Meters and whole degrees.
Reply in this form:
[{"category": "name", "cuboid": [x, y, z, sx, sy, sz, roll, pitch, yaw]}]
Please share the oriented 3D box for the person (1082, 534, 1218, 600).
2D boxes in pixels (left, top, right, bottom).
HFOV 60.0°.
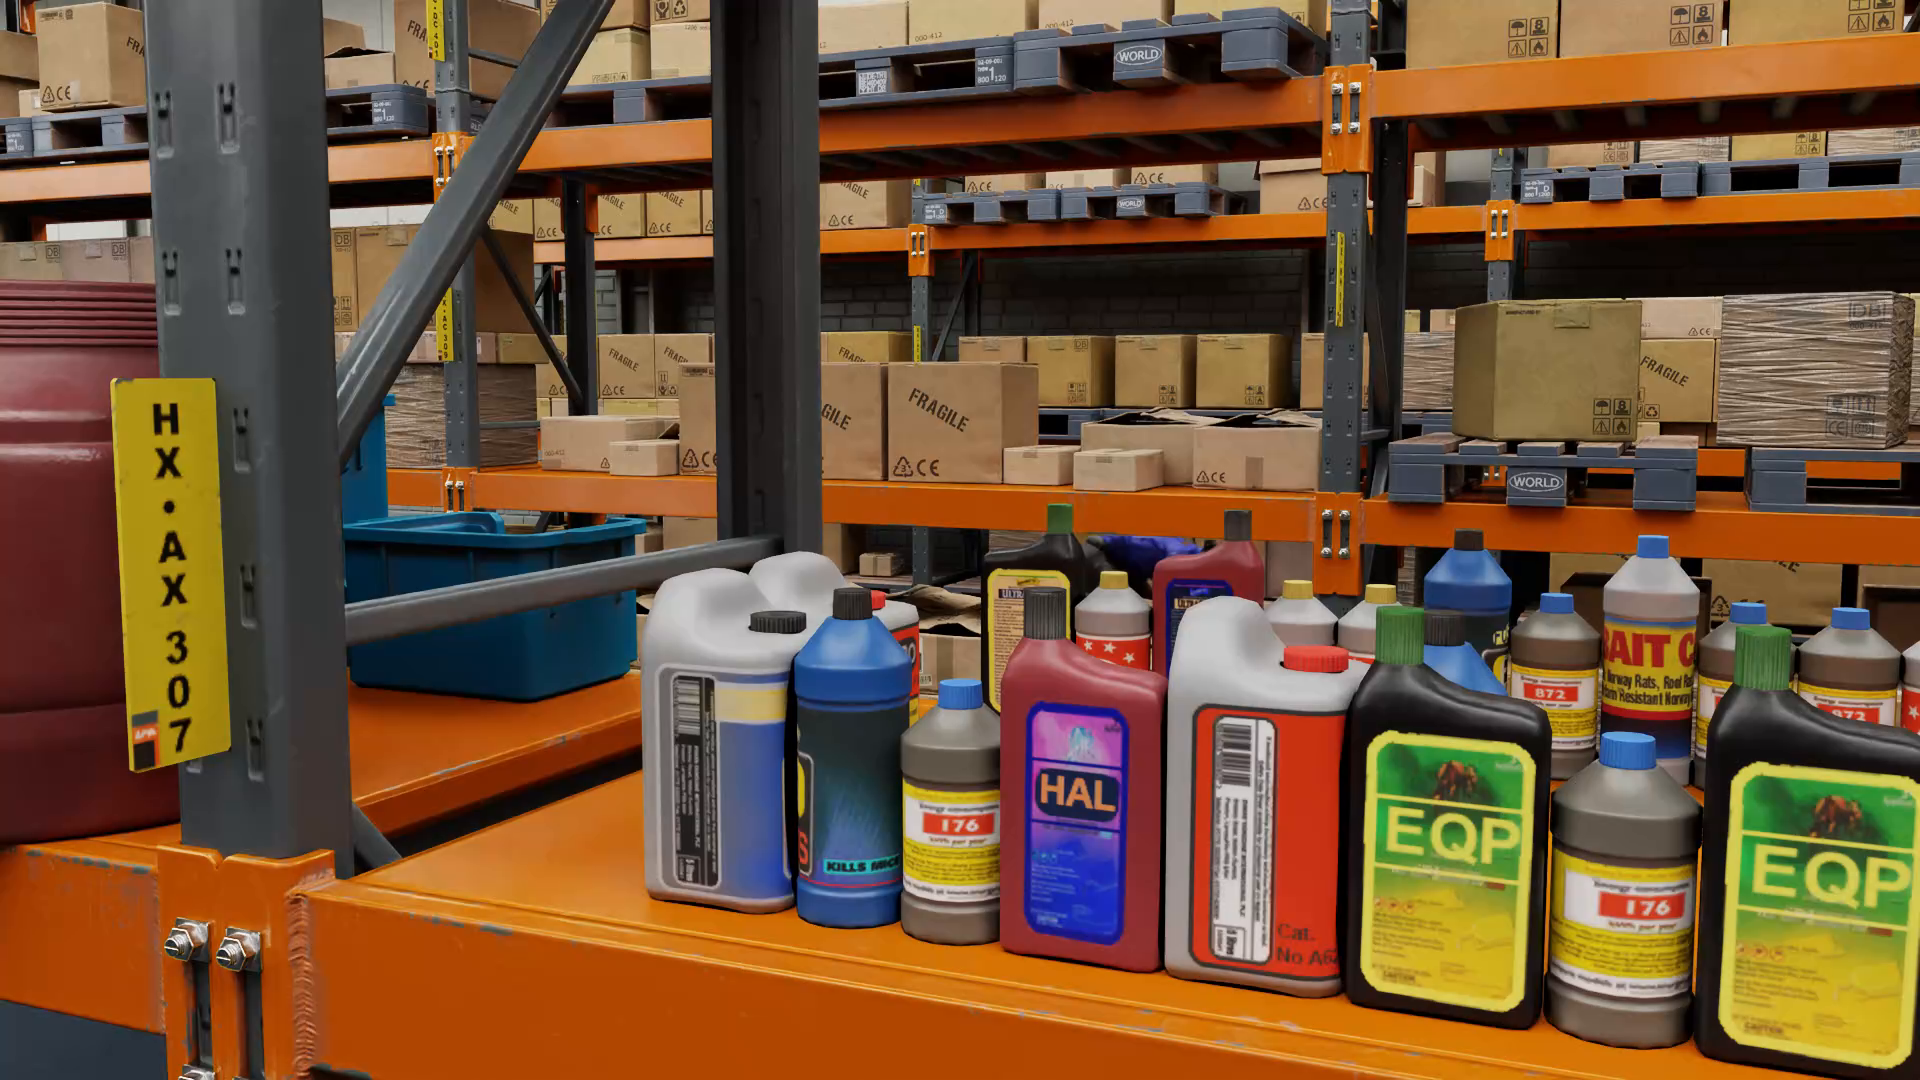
[{"category": "person", "cuboid": [1.025, 0.415, 8.702, 0.876, 0.954, 0.433, 2, 6, 21]}]
